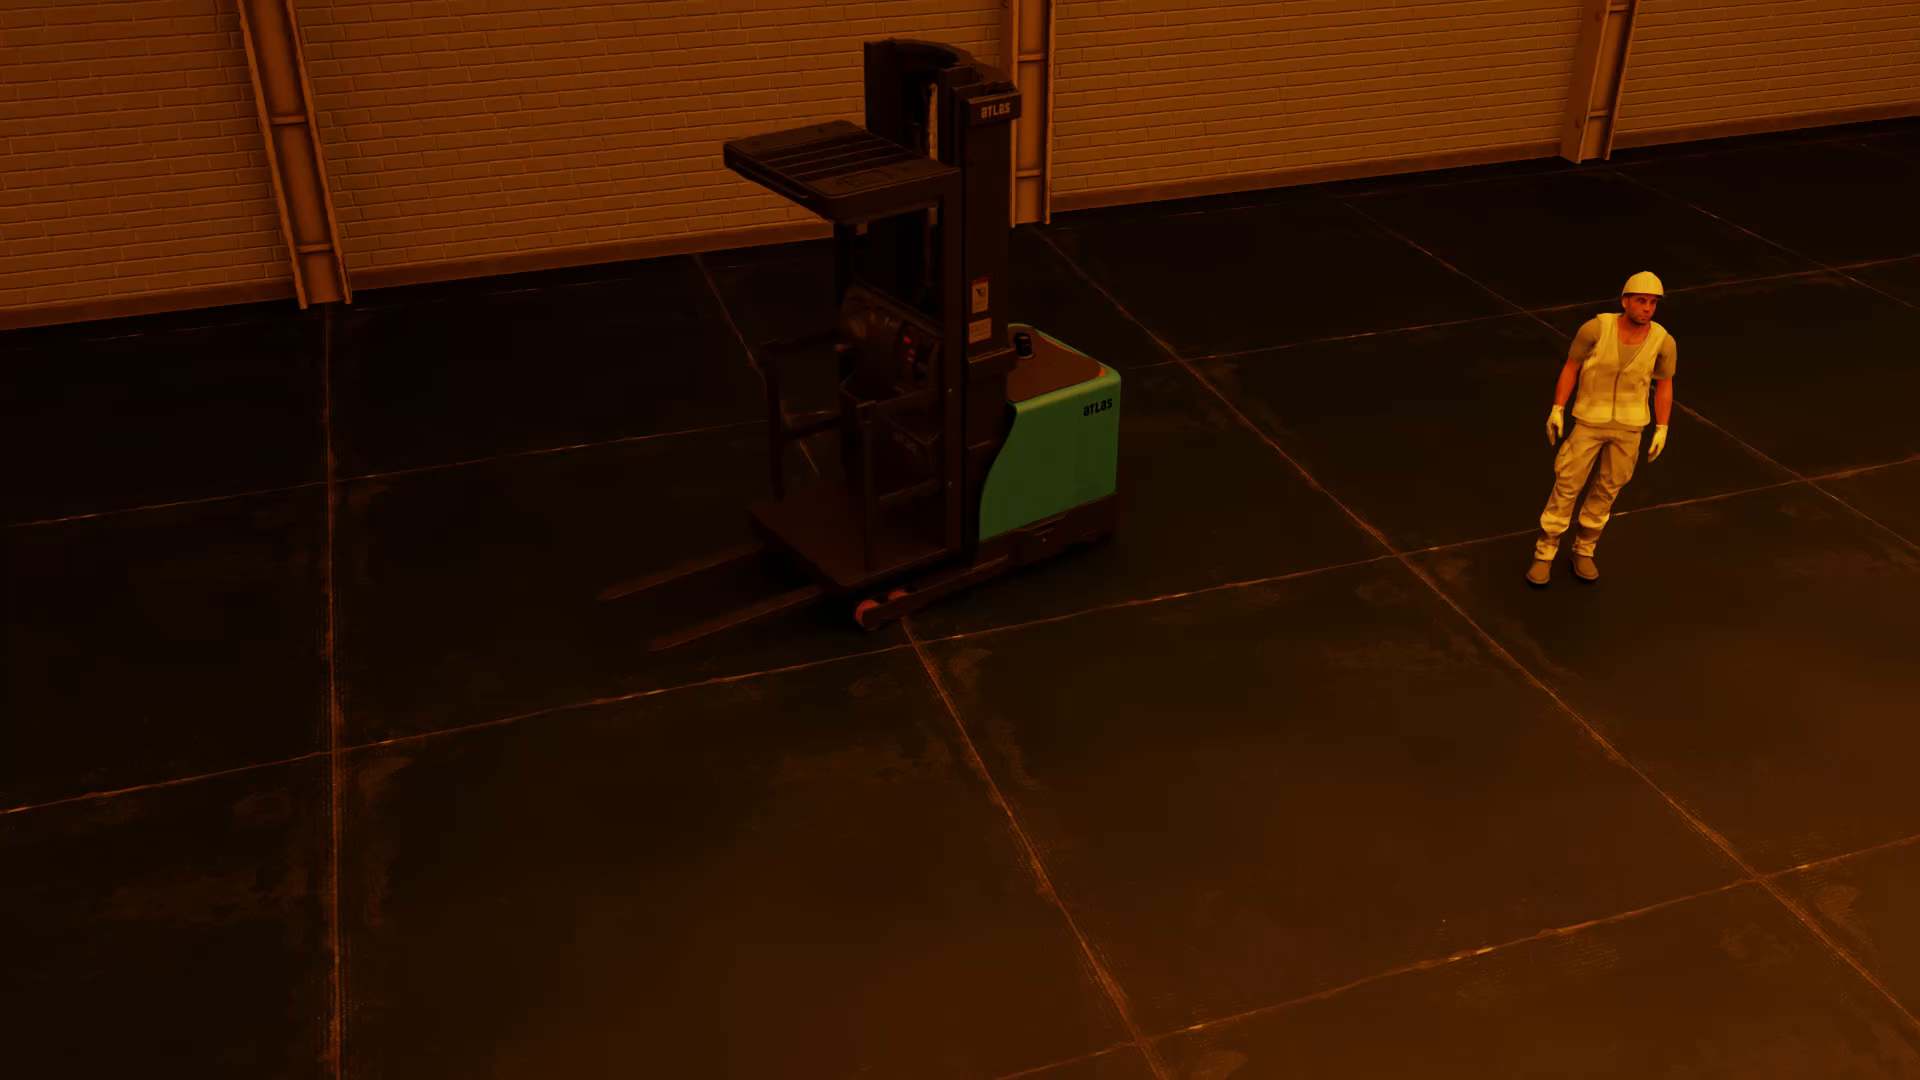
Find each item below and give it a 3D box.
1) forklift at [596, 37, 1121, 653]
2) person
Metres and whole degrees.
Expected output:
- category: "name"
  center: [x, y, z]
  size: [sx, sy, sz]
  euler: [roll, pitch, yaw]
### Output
- category: "forklift"
  center: [-0.555, -1.071, 8.949]
  size: [3.031, 2.935, 1.130]
  euler: [-19, 35, -30]
- category: "person"
  center: [3.610, -0.603, 9.268]
  size: [0.641, 1.788, 0.565]
  euler: [7, 31, 12]
